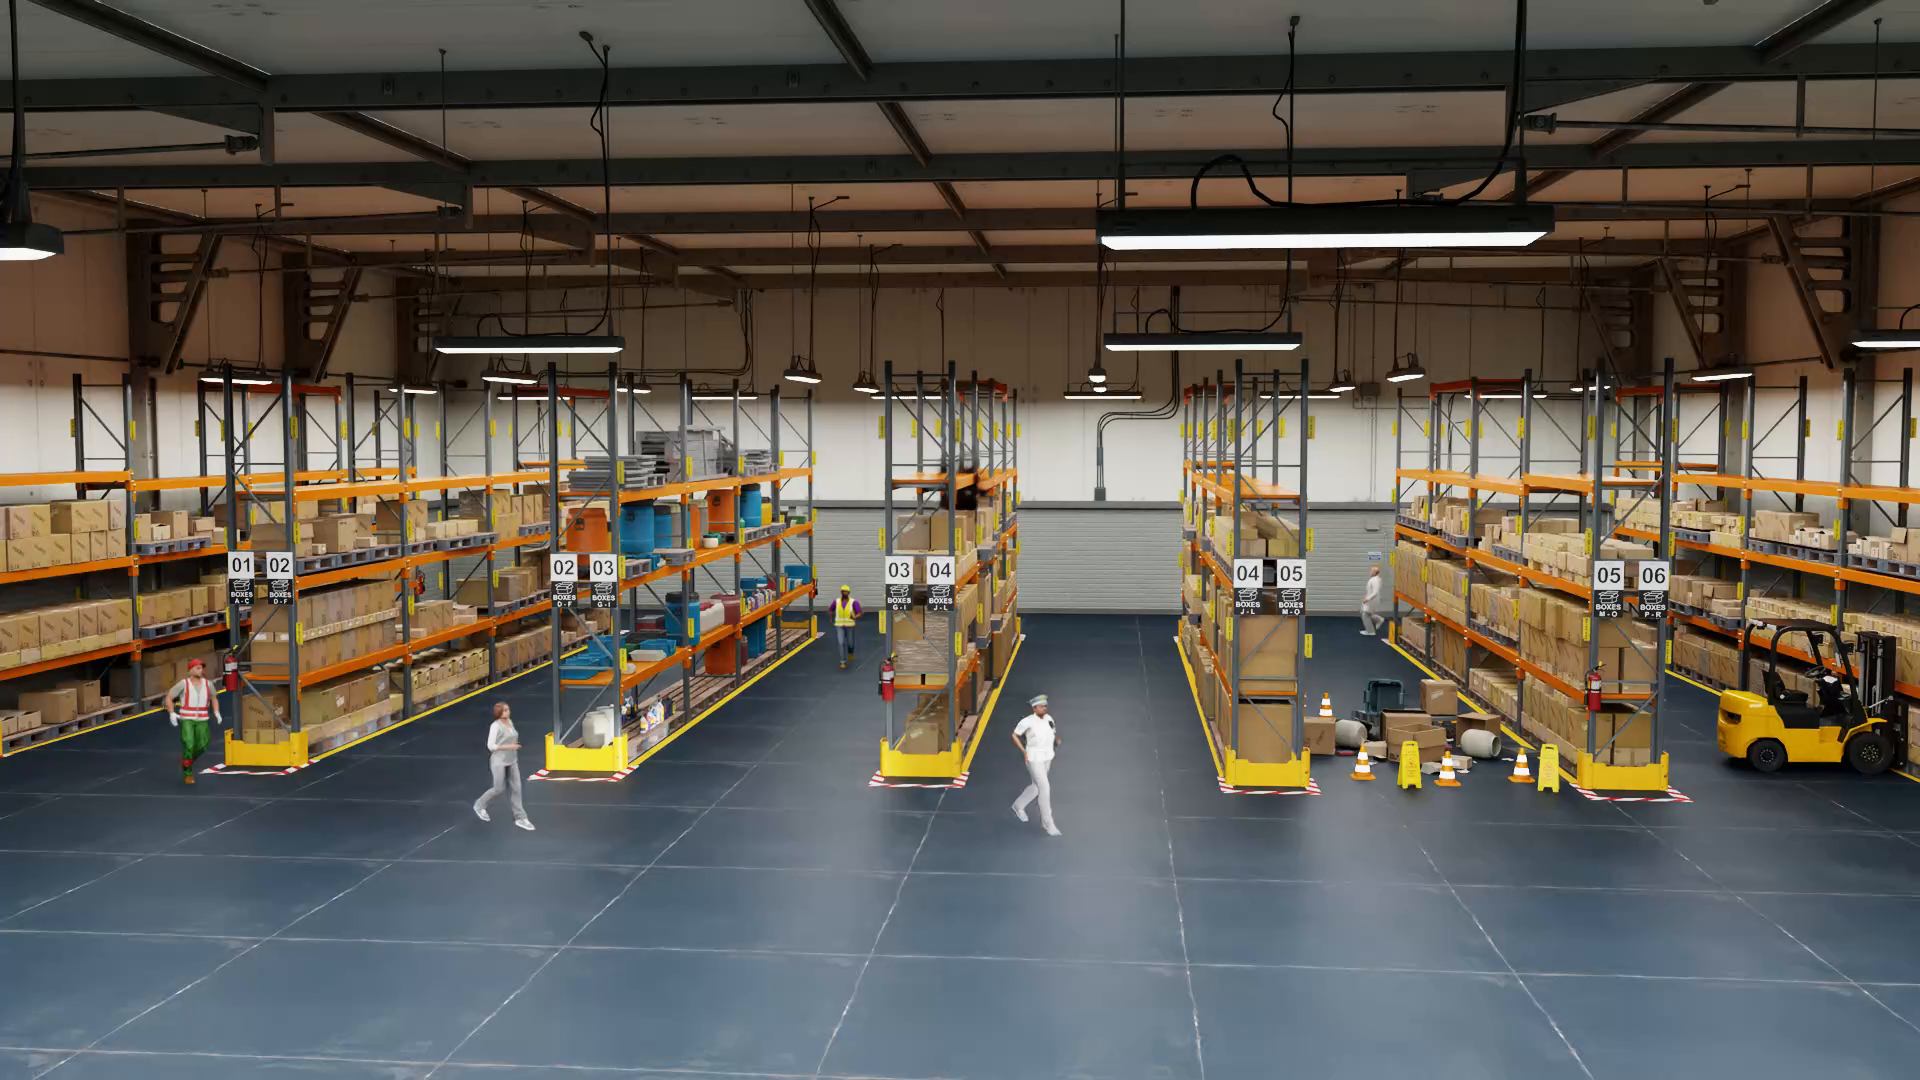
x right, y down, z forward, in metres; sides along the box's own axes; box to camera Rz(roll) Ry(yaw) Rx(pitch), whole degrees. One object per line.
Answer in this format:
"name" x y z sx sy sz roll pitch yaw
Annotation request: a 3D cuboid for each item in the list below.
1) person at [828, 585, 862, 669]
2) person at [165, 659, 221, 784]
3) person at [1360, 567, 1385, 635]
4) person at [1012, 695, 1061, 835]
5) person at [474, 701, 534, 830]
"person" -2.434 1.825 35.134 0.714 1.740 0.856 0 4 1
"person" -10.948 2.583 23.776 0.717 1.732 0.542 -3 5 -42
"person" 10.056 1.490 40.488 0.586 1.696 0.740 1 4 13
"person" 0.990 2.783 20.896 0.561 1.730 0.847 -4 5 -43
"person" -5.731 2.815 20.823 0.877 1.593 0.521 2 4 25
